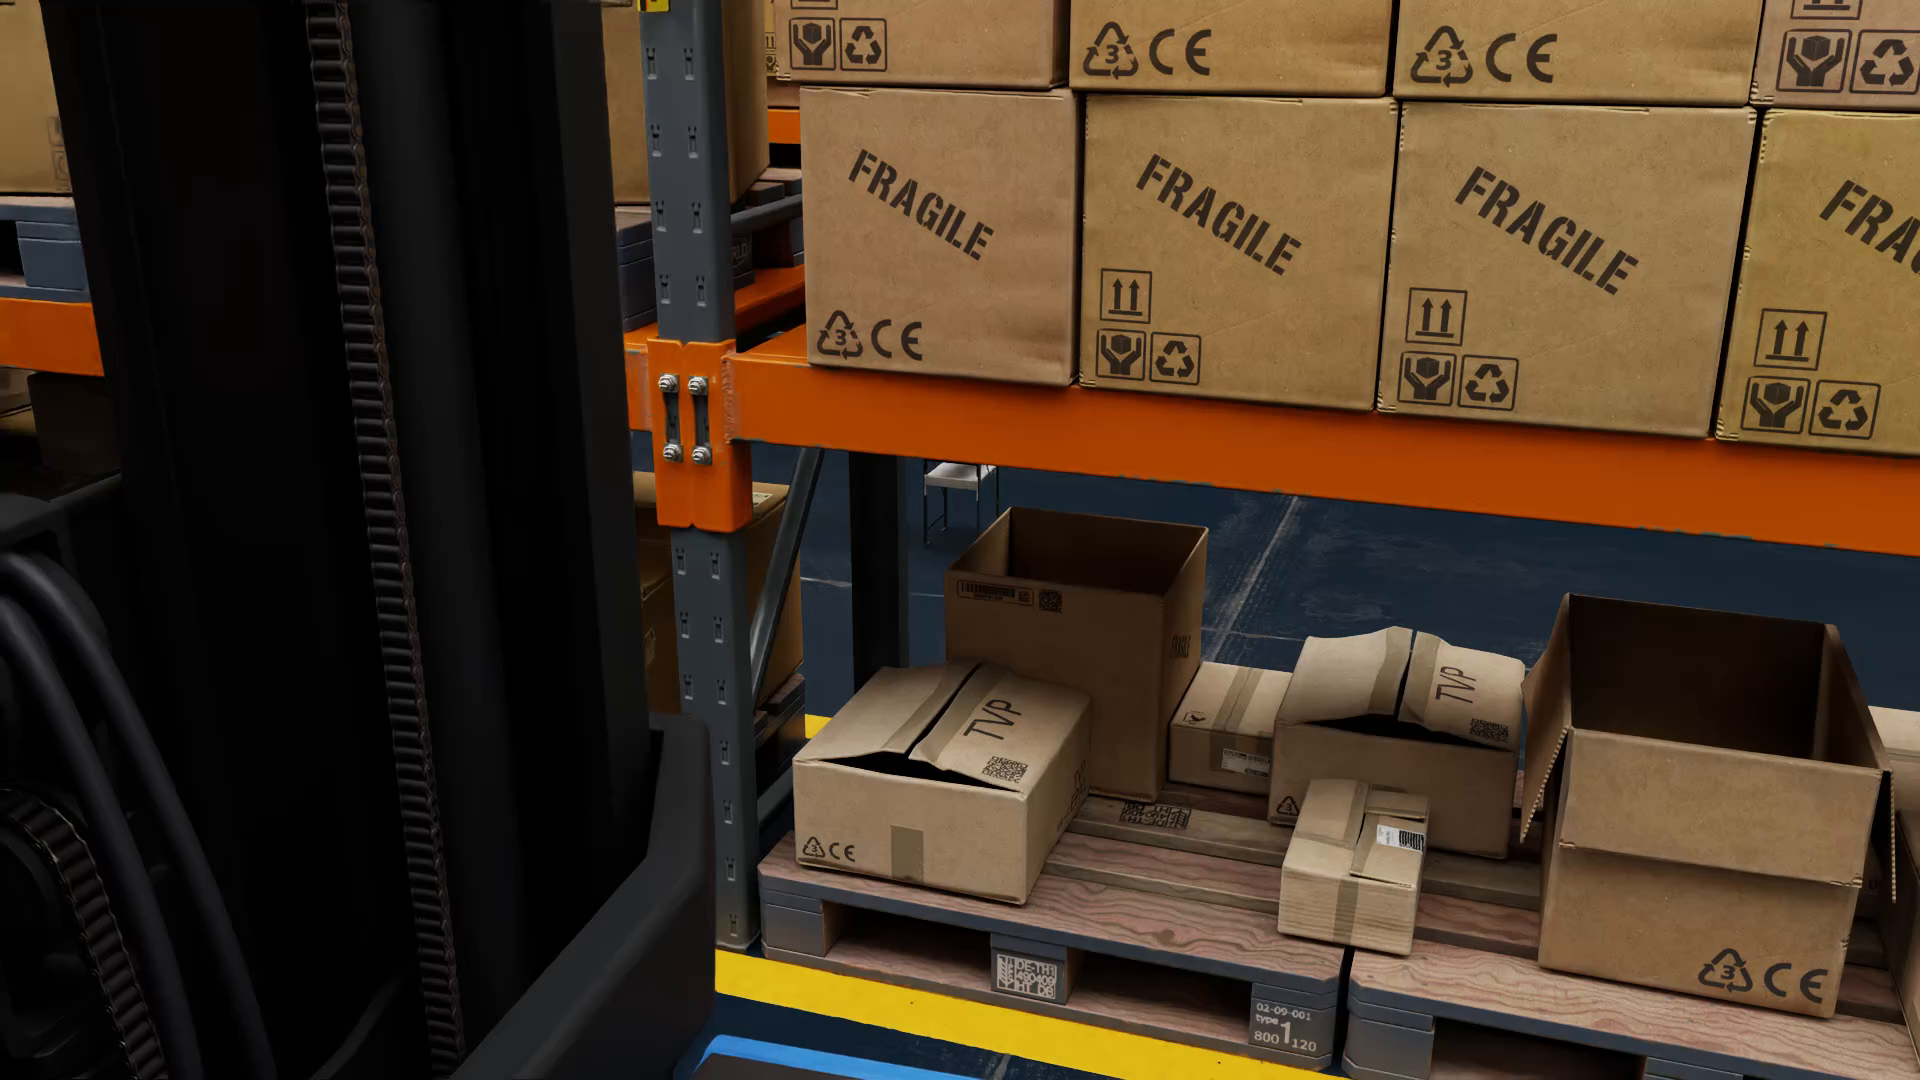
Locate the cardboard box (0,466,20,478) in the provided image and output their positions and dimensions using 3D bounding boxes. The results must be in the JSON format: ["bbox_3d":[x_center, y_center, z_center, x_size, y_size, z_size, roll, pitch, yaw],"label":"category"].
[{"bbox_3d":[-2.825,0.094,4.377,0.500,0.500,0.500,6,20,17],"label":"cardboard box"}]

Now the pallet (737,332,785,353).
[{"bbox_3d":[-0.639,-1.110,8.939,1.213,0.211,1.003,7,20,18],"label":"pallet"}]

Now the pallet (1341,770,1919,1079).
[{"bbox_3d":[1.453,0.828,3.381,1.213,0.211,1.003,7,20,18],"label":"pallet"}]

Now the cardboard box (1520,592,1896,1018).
[{"bbox_3d":[1.425,0.478,3.273,0.637,0.503,0.797,7,20,18],"label":"cardboard box"}]

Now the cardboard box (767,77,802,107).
[{"bbox_3d":[-0.820,-2.288,8.435,0.250,0.149,0.380,7,20,18],"label":"cardboard box"}]

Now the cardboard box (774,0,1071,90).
[{"bbox_3d":[0.001,-1.076,2.934,0.500,0.500,0.500,7,20,19],"label":"cardboard box"}]

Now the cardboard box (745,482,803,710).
[{"bbox_3d":[-0.729,0.150,4.218,0.500,0.500,0.500,6,20,16],"label":"cardboard box"}]

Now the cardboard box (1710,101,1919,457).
[{"bbox_3d":[1.478,-0.439,2.625,0.500,0.500,0.500,6,20,17],"label":"cardboard box"}]

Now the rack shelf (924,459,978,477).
[{"bbox_3d":[0.008,-0.308,5.966,0.200,0.077,0.258,7,20,18],"label":"rack shelf"}]

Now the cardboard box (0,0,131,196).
[{"bbox_3d":[-2.041,-1.112,3.919,0.500,0.500,0.700,1,19,4],"label":"cardboard box"}]

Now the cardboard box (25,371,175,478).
[{"bbox_3d":[-2.147,-0.366,4.560,0.500,0.250,0.500,6,20,17],"label":"cardboard box"}]

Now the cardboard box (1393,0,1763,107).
[{"bbox_3d":[0.974,-0.964,2.615,0.500,0.500,0.500,6,20,16],"label":"cardboard box"}]

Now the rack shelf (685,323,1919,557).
[{"bbox_3d":[1.538,-0.139,3.010,4.000,0.370,1.077,7,20,18],"label":"rack shelf"}]

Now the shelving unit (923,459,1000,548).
[{"bbox_3d":[0.008,-0.424,5.926,0.210,0.900,0.258,7,20,18],"label":"shelving unit"}]

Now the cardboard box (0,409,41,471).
[{"bbox_3d":[-2.681,-0.070,4.849,0.500,0.500,0.500,6,20,16],"label":"cardboard box"}]

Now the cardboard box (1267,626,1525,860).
[{"bbox_3d":[0.988,0.422,3.726,0.500,0.311,0.500,7,20,18],"label":"cardboard box"}]

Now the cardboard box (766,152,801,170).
[{"bbox_3d":[-1.031,-1.634,8.834,0.750,0.750,0.750,6,20,18],"label":"cardboard box"}]

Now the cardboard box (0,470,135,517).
[{"bbox_3d":[-2.331,0.149,4.220,0.500,0.500,0.500,6,20,16],"label":"cardboard box"}]

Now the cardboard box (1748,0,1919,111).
[{"bbox_3d":[1.462,-0.909,2.455,0.500,0.500,0.500,7,20,20],"label":"cardboard box"}]

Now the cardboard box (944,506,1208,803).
[{"bbox_3d":[0.280,0.251,3.927,0.500,0.500,0.500,7,20,18],"label":"cardboard box"}]

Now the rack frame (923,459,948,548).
[{"bbox_3d":[-0.088,-0.435,5.957,0.006,0.900,0.240,7,20,18],"label":"rack frame"}]

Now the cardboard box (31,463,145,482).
[{"bbox_3d":[-2.183,-0.015,4.692,0.500,0.500,0.500,6,20,16],"label":"cardboard box"}]

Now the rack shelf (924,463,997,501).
[{"bbox_3d":[0.008,-0.223,5.996,0.200,0.077,0.258,7,20,18],"label":"rack shelf"}]

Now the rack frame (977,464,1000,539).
[{"bbox_3d":[0.104,-0.413,5.894,0.006,0.900,0.240,7,20,18],"label":"rack frame"}]

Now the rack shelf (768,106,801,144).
[{"bbox_3d":[-0.619,-2.112,8.670,4.000,0.370,1.077,7,20,18],"label":"rack shelf"}]

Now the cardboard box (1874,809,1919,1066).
[{"bbox_3d":[1.945,0.734,2.922,0.500,0.250,0.500,7,20,18],"label":"cardboard box"}]

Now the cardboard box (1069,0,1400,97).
[{"bbox_3d":[0.489,-1.020,2.774,0.500,0.500,0.500,6,20,16],"label":"cardboard box"}]

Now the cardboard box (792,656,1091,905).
[{"bbox_3d":[-0.026,0.480,3.559,0.500,0.311,0.500,7,20,18],"label":"cardboard box"}]

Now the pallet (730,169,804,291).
[{"bbox_3d":[-1.071,-0.724,3.888,1.213,0.211,1.003,7,20,18],"label":"pallet"}]

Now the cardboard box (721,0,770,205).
[{"bbox_3d":[-0.726,-1.061,3.773,0.500,0.500,0.700,0,19,0],"label":"cardboard box"}]

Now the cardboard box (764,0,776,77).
[{"bbox_3d":[-0.679,-2.565,8.244,0.500,0.500,0.500,7,20,20],"label":"cardboard box"}]

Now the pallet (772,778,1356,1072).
[{"bbox_3d":[0.297,0.697,3.757,1.213,0.211,1.003,7,20,18],"label":"pallet"}]

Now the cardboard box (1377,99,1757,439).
[{"bbox_3d":[0.997,-0.493,2.782,0.500,0.500,0.500,6,20,18],"label":"cardboard box"}]

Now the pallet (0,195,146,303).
[{"bbox_3d":[-2.292,-0.827,4.184,1.213,0.211,1.003,7,20,18],"label":"pallet"}]

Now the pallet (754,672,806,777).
[{"bbox_3d":[-1.132,0.546,4.189,1.213,0.211,1.003,7,20,18],"label":"pallet"}]

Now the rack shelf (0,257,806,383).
[{"bbox_3d":[-2.241,-0.571,4.250,4.000,0.370,1.077,7,20,18],"label":"rack shelf"}]

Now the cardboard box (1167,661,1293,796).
[{"bbox_3d":[0.654,0.439,3.922,0.250,0.149,0.380,7,20,18],"label":"cardboard box"}]

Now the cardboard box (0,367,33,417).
[{"bbox_3d":[-3.115,-0.475,4.873,0.500,0.250,0.500,7,21,20],"label":"cardboard box"}]

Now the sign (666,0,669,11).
[{"bbox_3d":[-0.530,-1.068,2.825,0.005,0.325,0.100,7,20,18],"label":"sign"}]

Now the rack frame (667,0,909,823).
[{"bbox_3d":[-0.352,-0.695,3.512,0.127,3.000,1.000,7,20,18],"label":"rack frame"}]

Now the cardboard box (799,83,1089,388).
[{"bbox_3d":[0.040,-0.602,3.094,0.500,0.500,0.500,7,20,19],"label":"cardboard box"}]

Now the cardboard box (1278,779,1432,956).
[{"bbox_3d":[0.794,0.638,3.324,0.250,0.166,0.380,7,20,18],"label":"cardboard box"}]

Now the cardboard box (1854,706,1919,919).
[{"bbox_3d":[2.062,0.573,3.384,0.500,0.250,0.500,7,20,18],"label":"cardboard box"}]

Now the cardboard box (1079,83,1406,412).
[{"bbox_3d":[0.525,-0.548,2.939,0.500,0.500,0.500,7,20,19],"label":"cardboard box"}]
